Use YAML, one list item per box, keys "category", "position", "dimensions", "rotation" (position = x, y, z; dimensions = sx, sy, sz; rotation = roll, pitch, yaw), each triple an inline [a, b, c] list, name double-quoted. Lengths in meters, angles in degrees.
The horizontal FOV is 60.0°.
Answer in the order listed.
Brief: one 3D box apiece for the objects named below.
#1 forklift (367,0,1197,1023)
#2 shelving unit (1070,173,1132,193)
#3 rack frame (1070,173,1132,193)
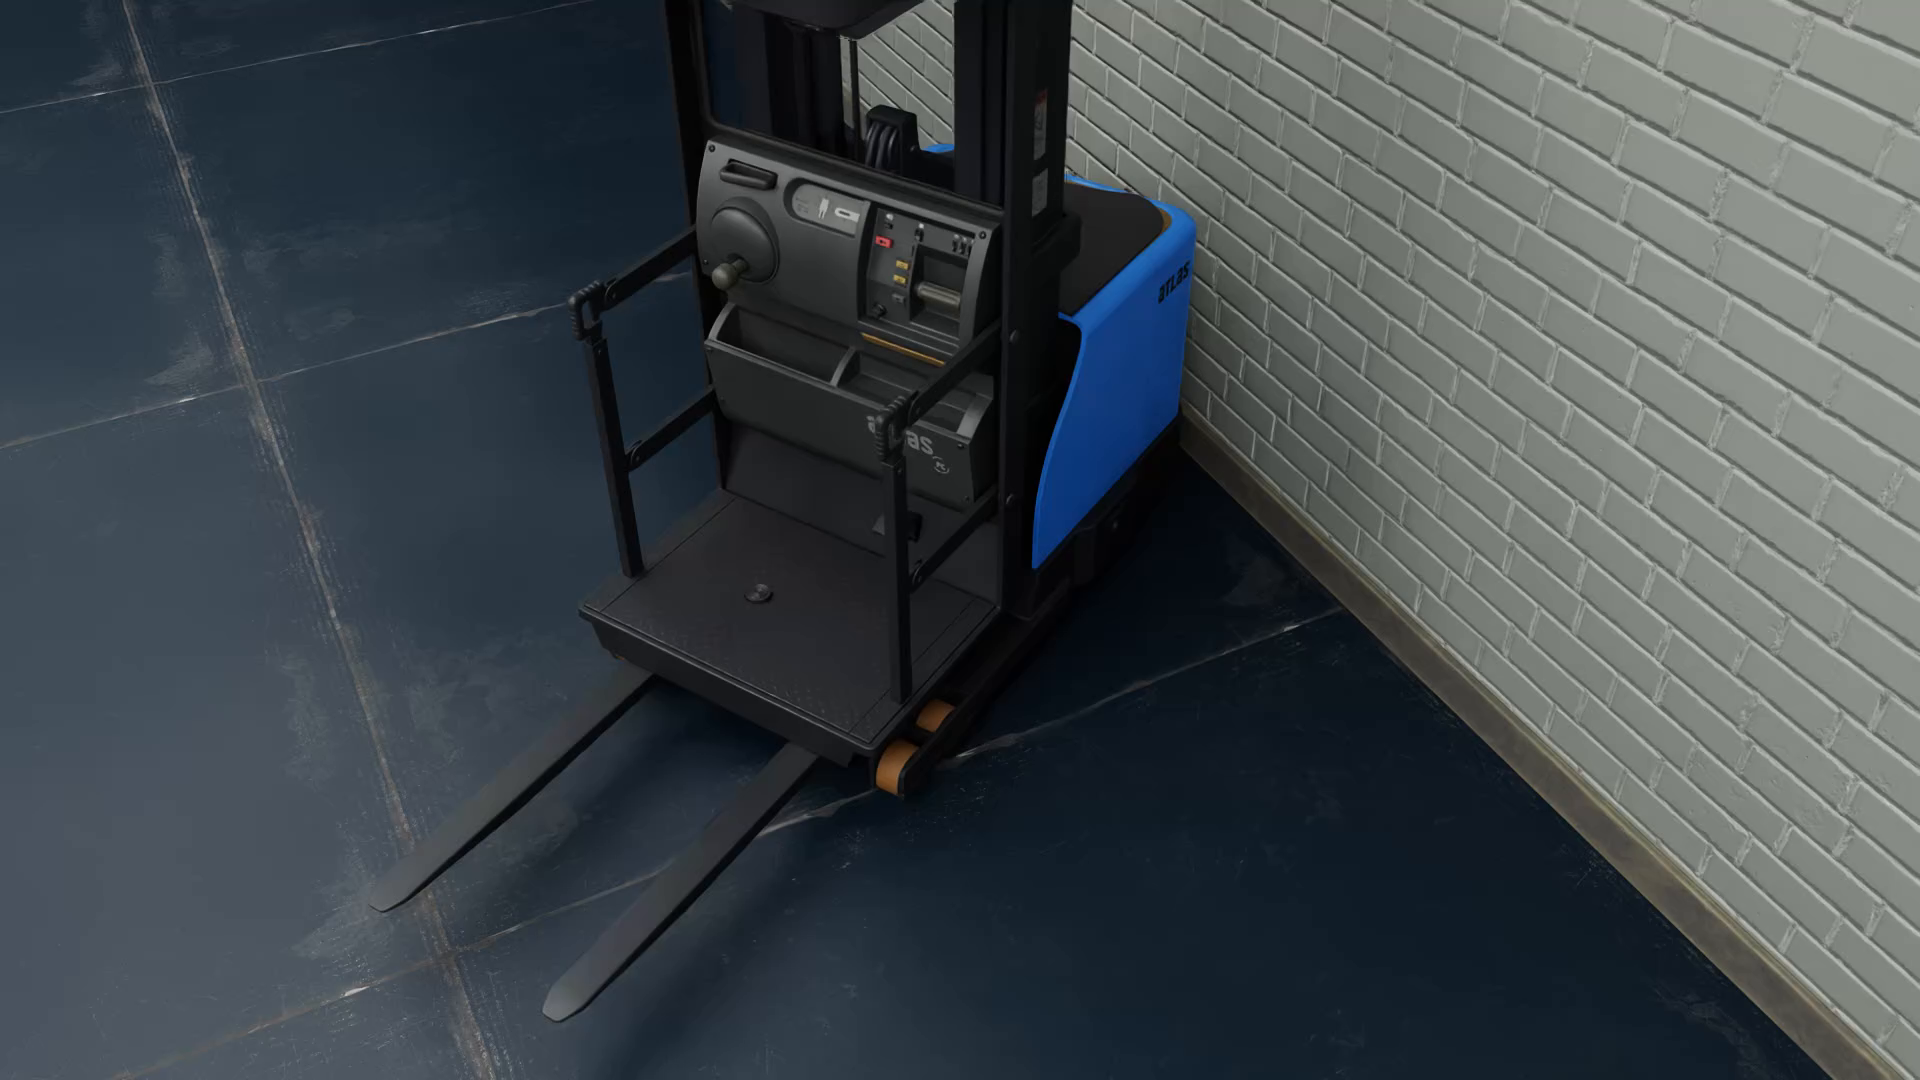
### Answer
- category: "forklift"
  position: [-0.439, -0.719, 4.331]
  dimensions: [1.130, 2.935, 3.031]
  rotation: [22, 45, 24]
- category: "shelving unit"
  position: [0.431, -0.851, 6.051]
  dimensions: [0.258, 0.900, 0.210]
  rotation: [21, 42, 23]
- category: "rack frame"
  position: [0.483, -0.903, 6.120]
  dimensions: [0.240, 0.900, 0.006]
  rotation: [21, 42, 23]
